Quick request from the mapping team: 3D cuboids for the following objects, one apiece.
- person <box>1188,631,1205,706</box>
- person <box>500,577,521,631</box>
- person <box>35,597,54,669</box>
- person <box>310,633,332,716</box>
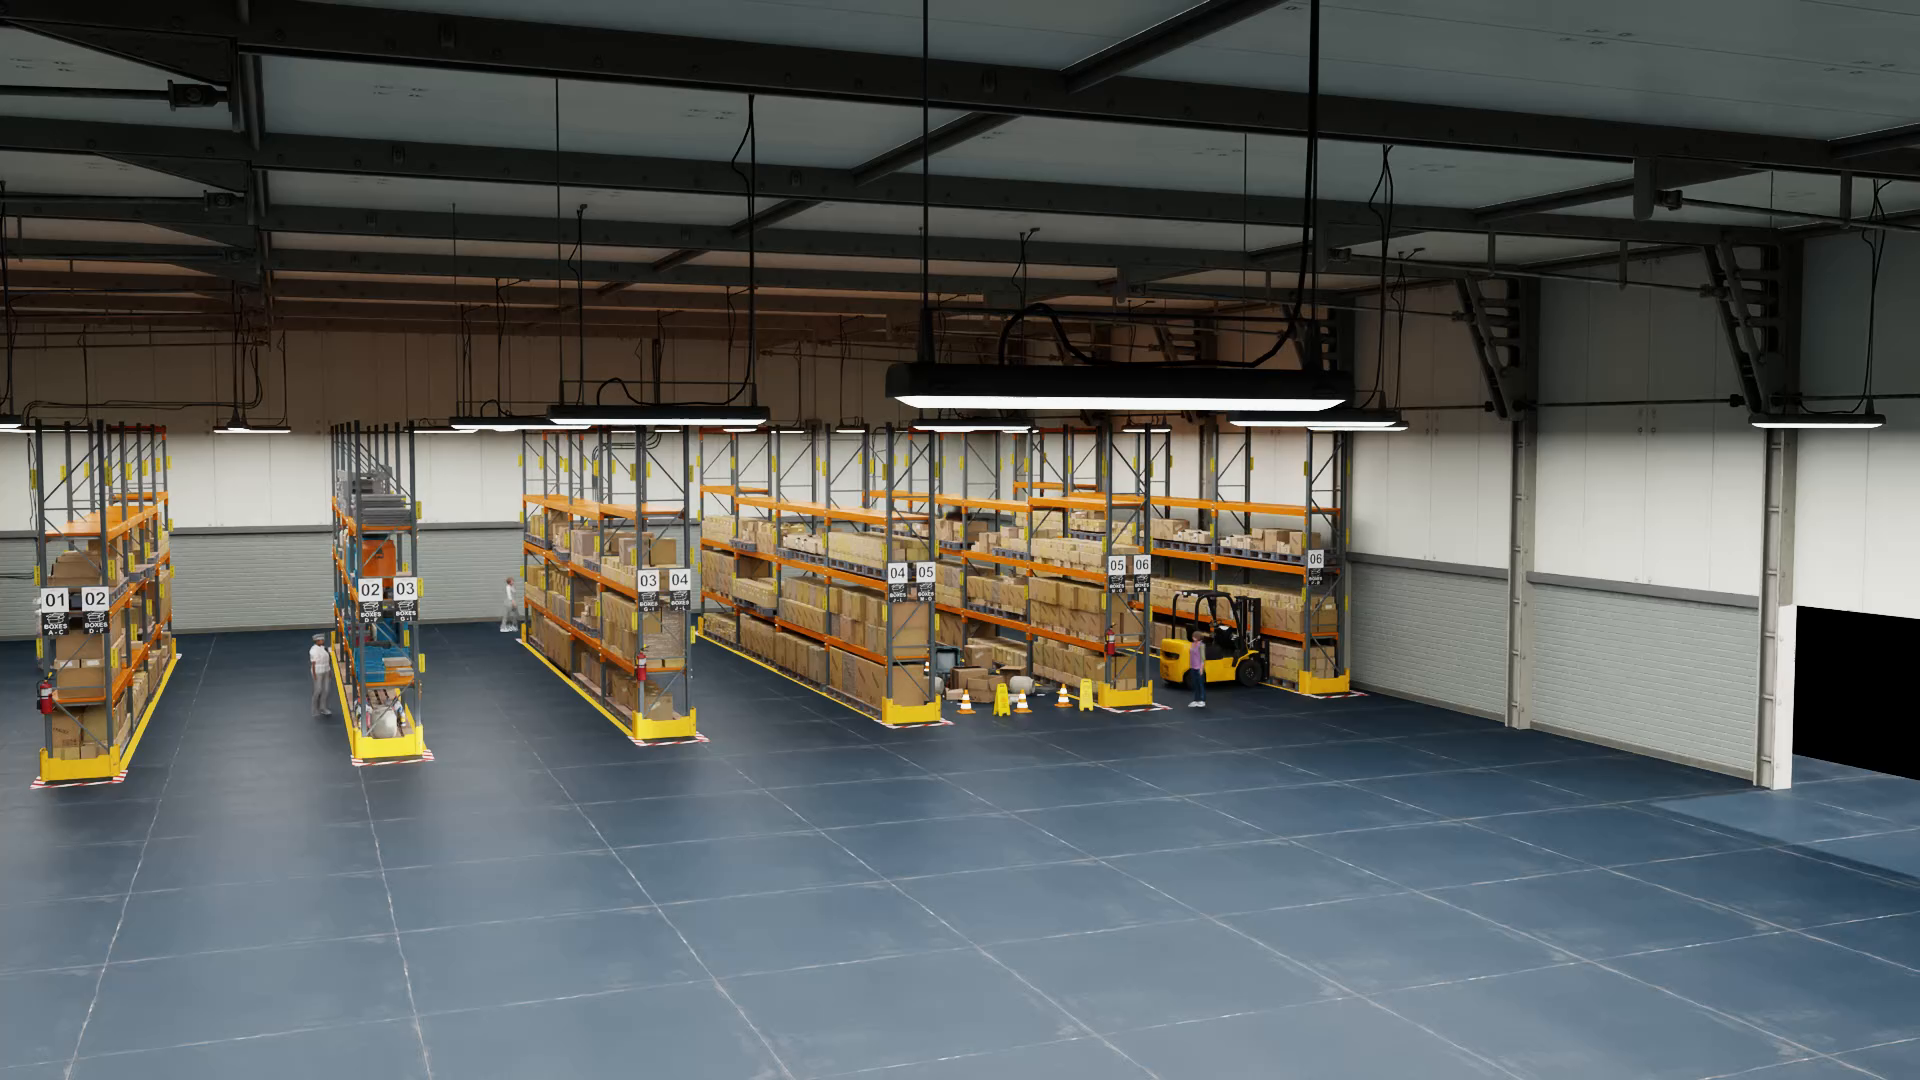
[{"bbox_3d":[5.034,2.730,35.189,0.355,1.622,0.476,-2,4,-34],"label":"person"},{"bbox_3d":[-13.140,1.899,48.558,0.586,1.607,0.514,-1,4,-15],"label":"person"},{"bbox_3d":[-22.423,2.283,40.781,0.394,1.789,0.537,-1,4,-21],"label":"person"},{"bbox_3d":[-13.168,2.790,34.221,0.363,1.750,0.534,1,4,19],"label":"person"}]
